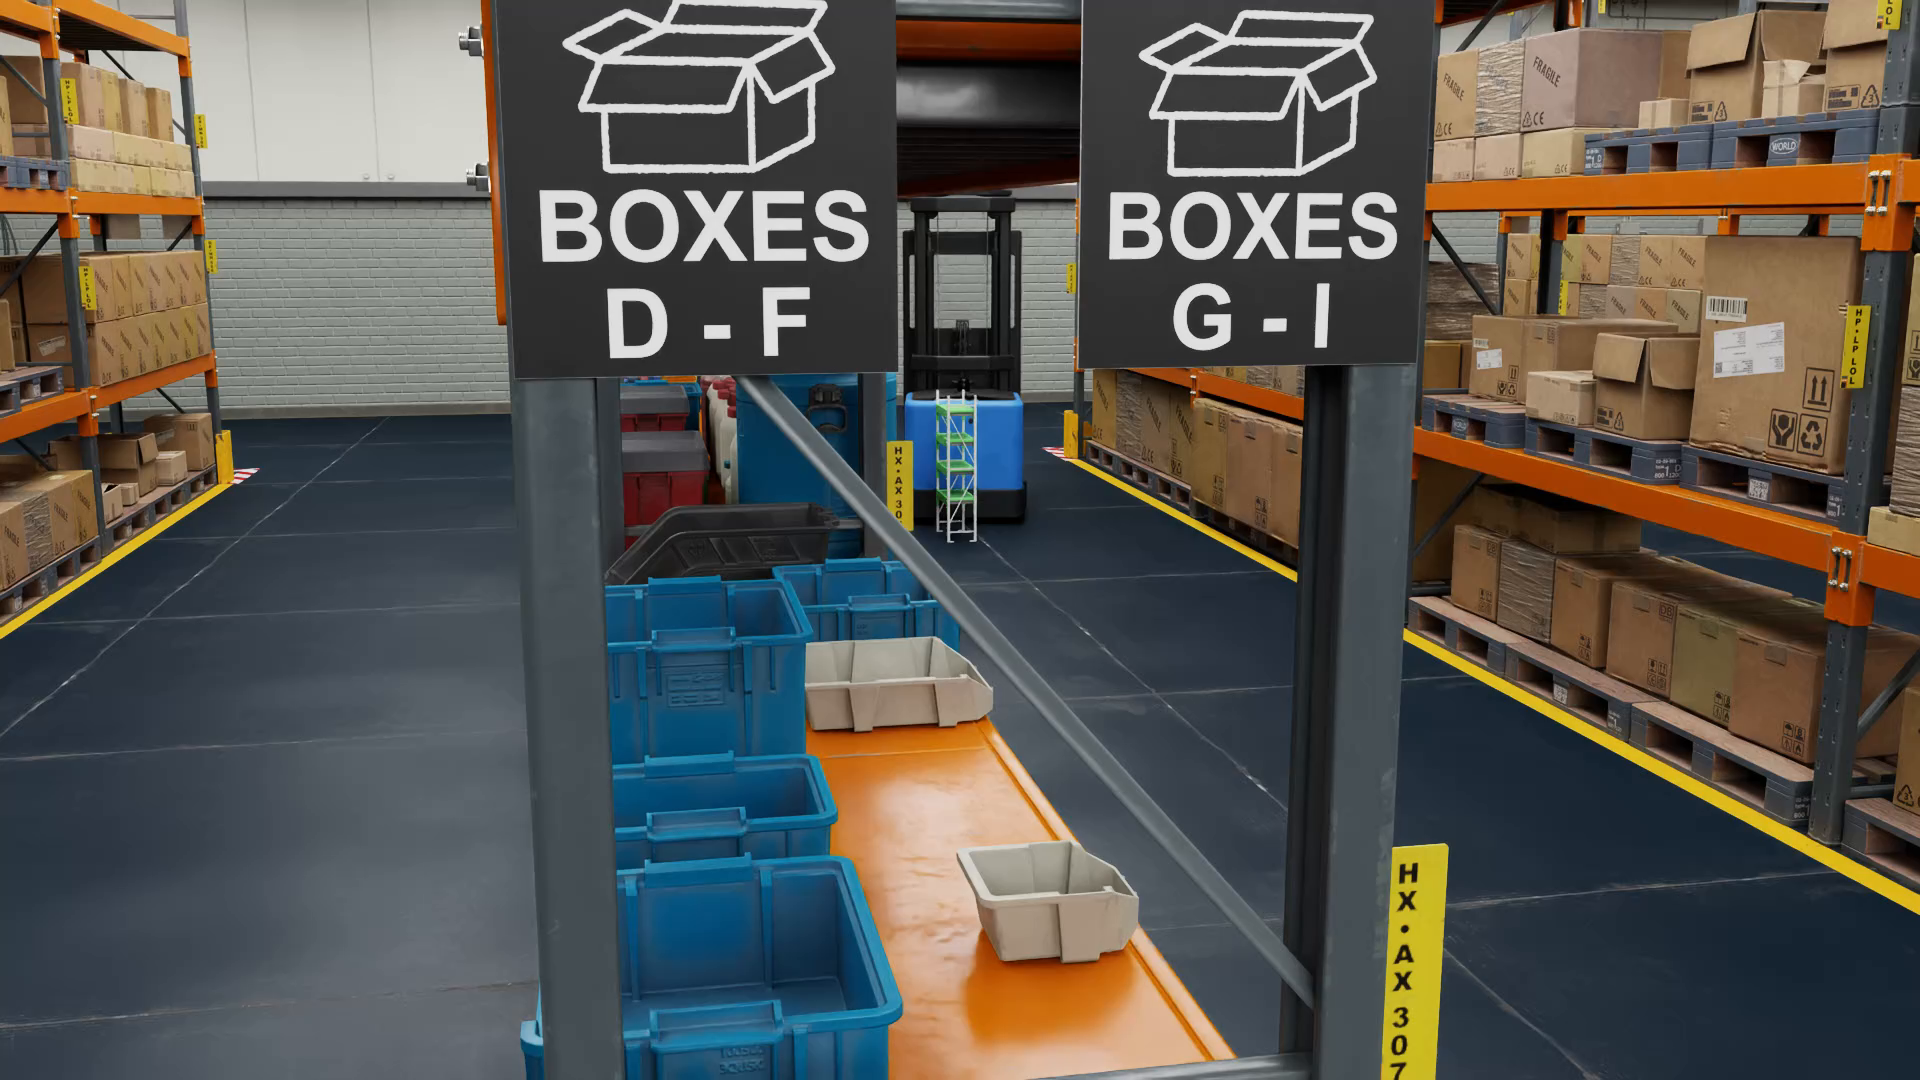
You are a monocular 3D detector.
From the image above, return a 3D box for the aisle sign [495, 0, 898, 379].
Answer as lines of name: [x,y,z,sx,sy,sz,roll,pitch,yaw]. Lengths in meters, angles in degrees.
aisle sign: [-0.259,-0.557,1.650,0.394,0.787,0.004,-2,11,-11]

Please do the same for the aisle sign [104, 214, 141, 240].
aisle sign: [-8.254,-3.338,16.260,0.394,0.787,0.004,-2,11,-11]

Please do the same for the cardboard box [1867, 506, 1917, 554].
cardboard box: [3.846,-0.044,6.579,0.380,0.149,0.250,-2,11,-11]

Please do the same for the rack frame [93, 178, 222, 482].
rack frame: [-7.953,-2.059,16.494,1.000,3.000,0.127,-2,11,-11]

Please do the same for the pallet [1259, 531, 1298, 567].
pallet: [3.008,0.048,12.882,1.003,0.211,1.213,-2,11,-11]

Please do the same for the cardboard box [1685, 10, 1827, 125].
cardboard box: [3.921,-2.211,7.870,0.797,0.503,0.637,-2,11,-9]

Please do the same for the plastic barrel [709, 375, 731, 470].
plastic barrel: [-1.046,-0.568,8.361,0.421,0.512,0.421,0,11,0]

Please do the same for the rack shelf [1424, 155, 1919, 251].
rack shelf: [3.710,-1.705,8.534,1.077,0.370,4.000,-2,11,-11]

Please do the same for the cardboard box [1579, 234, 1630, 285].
cardboard box: [6.763,-2.893,17.139,0.500,0.500,0.500,-2,11,-13]

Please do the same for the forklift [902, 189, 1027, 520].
forklift: [0.015,-1.845,15.553,1.130,2.935,3.031,0,11,-1]

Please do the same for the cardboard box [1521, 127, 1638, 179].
cardboard box: [3.372,-2.068,8.918,0.500,0.250,0.500,-2,11,-10]

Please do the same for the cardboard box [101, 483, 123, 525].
cardboard box: [-7.044,-0.306,13.296,0.500,0.311,0.500,-2,11,-11]

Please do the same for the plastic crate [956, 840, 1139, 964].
plastic crate: [0.160,0.649,2.967,0.298,0.136,0.250,-2,11,-11]

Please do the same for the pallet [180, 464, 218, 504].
pallet: [-7.782,-0.529,15.913,1.003,0.211,1.213,-2,11,-11]

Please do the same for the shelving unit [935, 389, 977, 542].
shelving unit: [-0.032,-0.620,13.744,0.258,1.200,0.503,-2,11,-11]

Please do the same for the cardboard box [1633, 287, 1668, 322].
cardboard box: [6.957,-2.216,16.254,0.500,0.500,0.500,-2,11,-13]

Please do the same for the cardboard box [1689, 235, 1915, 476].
cardboard box: [4.082,-0.870,7.517,1.000,1.000,1.000,-2,11,-11]

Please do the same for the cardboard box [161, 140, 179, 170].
cardboard box: [-7.505,-3.528,15.253,0.500,0.250,0.500,-2,11,-11]

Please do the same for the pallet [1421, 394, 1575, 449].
pallet: [3.564,-0.731,10.026,1.213,0.211,1.003,-2,11,-11]

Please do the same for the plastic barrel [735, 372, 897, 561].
plastic barrel: [-0.537,-0.366,6.257,0.600,0.901,0.708,-2,11,-11]

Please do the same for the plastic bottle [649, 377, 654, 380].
plastic bottle: [-2.199,-1.078,11.683,0.097,0.271,0.097,0,11,0]

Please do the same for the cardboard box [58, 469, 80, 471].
cardboard box: [-7.710,-0.453,14.067,0.500,0.311,0.500,-2,11,-11]

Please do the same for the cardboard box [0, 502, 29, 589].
cardboard box: [-6.511,0.042,10.960,0.500,0.500,0.500,-3,11,-13]

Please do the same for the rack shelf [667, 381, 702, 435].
rack shelf: [-1.926,-0.785,11.722,1.077,0.370,4.000,-2,11,-11]

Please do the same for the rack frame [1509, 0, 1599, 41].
rack frame: [6.650,-5.528,18.672,1.000,3.000,0.127,-2,11,-11]

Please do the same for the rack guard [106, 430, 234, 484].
rack guard: [-7.938,-0.817,16.654,1.175,0.500,0.348,-2,11,-11]

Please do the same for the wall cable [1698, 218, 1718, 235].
wall cable: [11.755,-4.365,25.893,0.588,1.984,0.122,-2,11,-11]

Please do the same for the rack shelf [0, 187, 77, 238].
rack shelf: [-6.786,-2.079,10.499,1.077,0.370,4.000,-2,11,-11]

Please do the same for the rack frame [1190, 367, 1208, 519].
rack frame: [2.543,-1.685,14.529,1.000,3.000,0.127,-2,11,-11]

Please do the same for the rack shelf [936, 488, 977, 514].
rack shelf: [-0.032,-0.321,13.801,0.258,0.148,0.480,-2,11,-11]

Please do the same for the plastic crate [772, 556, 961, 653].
plastic crate: [-0.278,0.228,4.873,0.499,0.251,0.616,-2,11,-11]

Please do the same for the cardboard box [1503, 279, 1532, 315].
cardboard box: [6.466,-2.684,18.711,0.500,0.500,0.500,-2,11,-8]

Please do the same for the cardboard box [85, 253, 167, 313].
cardboard box: [-7.292,-2.246,14.534,0.500,0.500,0.500,-2,11,-9]

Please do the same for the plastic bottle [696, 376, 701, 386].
plastic bottle: [-1.921,-1.285,12.558,0.144,0.351,0.185,-2,11,-11]

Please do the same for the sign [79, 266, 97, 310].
sign: [-6.631,-1.915,12.641,0.100,0.325,0.005,-2,11,-11]

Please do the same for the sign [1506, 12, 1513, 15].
sign: [6.118,-6.006,18.474,0.100,0.325,0.005,-2,11,-11]

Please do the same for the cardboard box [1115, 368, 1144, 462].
cardboard box: [2.145,-1.300,17.064,0.875,0.875,0.875,-2,11,-11]

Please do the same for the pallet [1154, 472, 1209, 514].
pallet: [2.472,-0.458,15.537,1.003,0.211,1.213,-2,11,-11]

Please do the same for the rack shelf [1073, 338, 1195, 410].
rack shelf: [2.154,-1.699,16.523,1.077,0.370,4.000,-2,11,-11]

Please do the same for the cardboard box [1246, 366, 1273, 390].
cardboard box: [2.583,-1.457,13.062,0.500,0.500,0.500,-2,11,-12]

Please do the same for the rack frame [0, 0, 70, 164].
rack frame: [-7.175,-4.273,12.079,1.000,3.000,0.127,-2,11,-11]

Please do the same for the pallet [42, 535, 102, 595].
pallet: [-6.979,0.192,12.124,1.003,0.211,1.213,-2,11,-11]

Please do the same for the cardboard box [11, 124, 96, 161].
cardboard box: [-7.026,-3.069,12.842,0.500,0.250,0.500,-2,11,-11]

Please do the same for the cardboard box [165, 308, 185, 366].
cardboard box: [-7.403,-1.850,15.124,0.500,0.500,0.500,-2,11,-11]

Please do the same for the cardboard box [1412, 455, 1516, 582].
cardboard box: [3.207,-0.242,11.503,1.225,0.875,0.875,-3,11,-14]

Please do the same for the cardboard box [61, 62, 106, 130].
cardboard box: [-7.265,-3.524,13.226,0.700,0.500,0.500,-2,11,-11]

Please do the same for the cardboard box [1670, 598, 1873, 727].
cardboard box: [3.927,0.592,8.071,0.700,0.500,0.500,-2,11,-11]

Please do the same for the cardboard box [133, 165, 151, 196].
cardboard box: [-7.316,-3.099,14.335,0.500,0.250,0.500,-2,11,-11]
